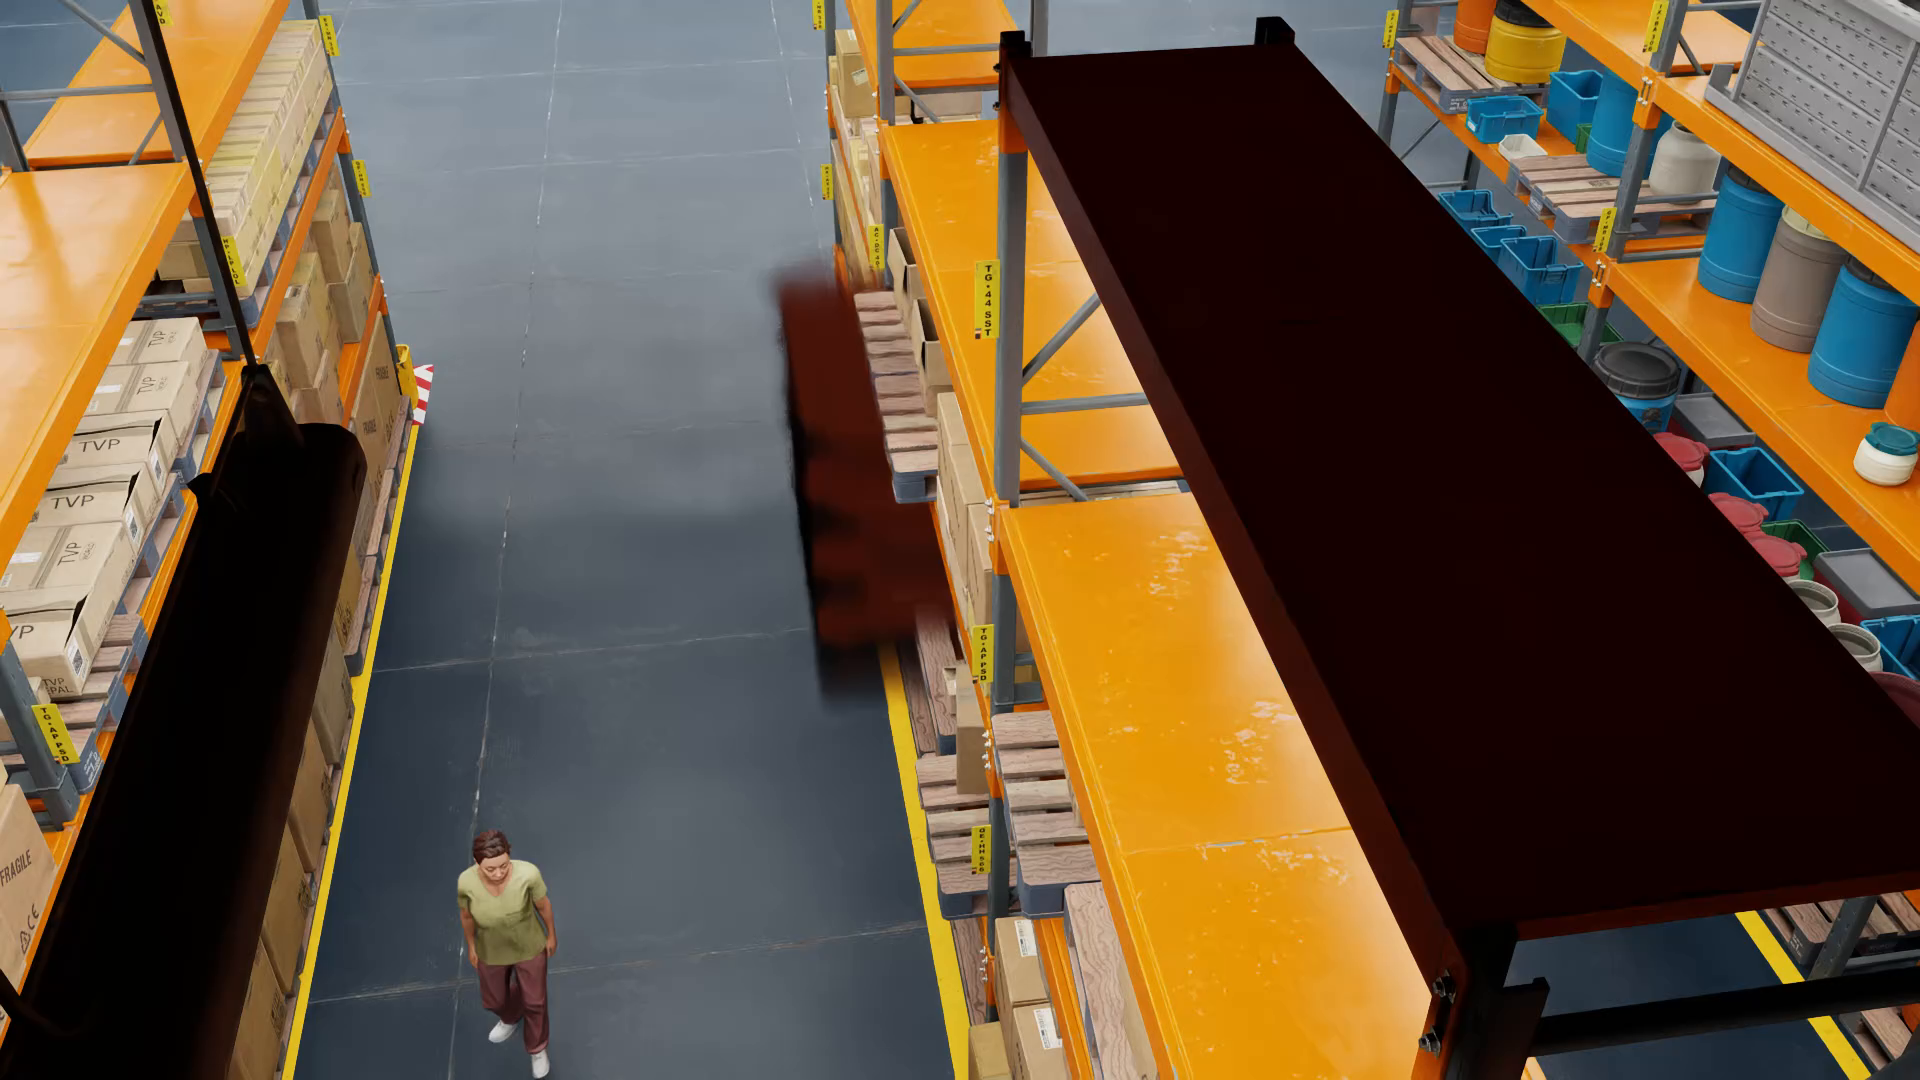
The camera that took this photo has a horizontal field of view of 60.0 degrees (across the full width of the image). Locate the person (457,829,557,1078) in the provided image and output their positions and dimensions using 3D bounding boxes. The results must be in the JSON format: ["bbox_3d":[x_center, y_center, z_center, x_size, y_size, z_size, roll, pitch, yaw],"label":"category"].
[{"bbox_3d":[-2.350,2.111,8.678,0.488,1.670,0.502,-6,37,-8],"label":"person"}]
